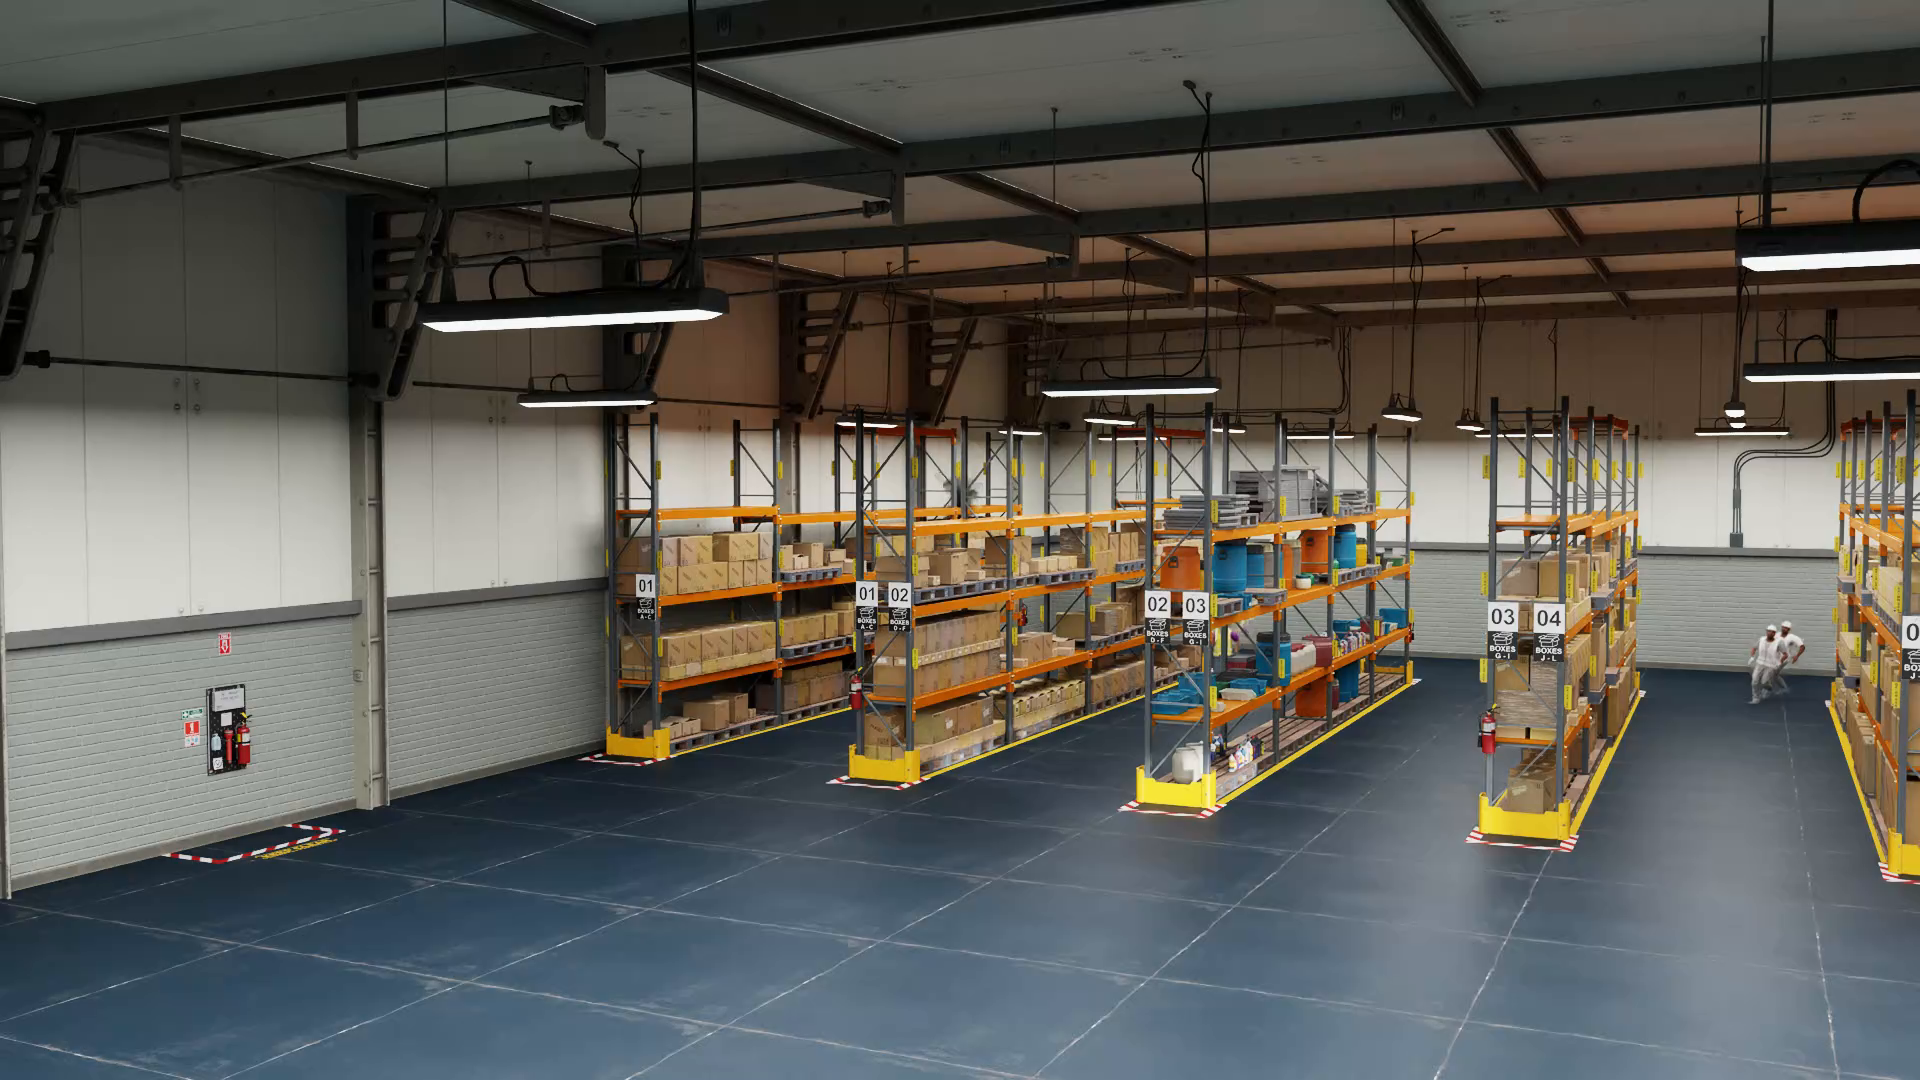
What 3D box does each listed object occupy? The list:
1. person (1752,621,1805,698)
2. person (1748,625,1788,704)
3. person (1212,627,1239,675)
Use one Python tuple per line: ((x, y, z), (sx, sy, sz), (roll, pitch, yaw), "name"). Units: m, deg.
((17.838, 2.617, 36.262), (0.849, 1.722, 0.688), (0, 2, -9), "person")
((17.202, 2.659, 35.388), (0.569, 1.709, 0.733), (-2, 3, -42), "person")
((5.747, 2.558, 36.488), (0.710, 1.742, 0.991), (1, 2, 16), "person")
